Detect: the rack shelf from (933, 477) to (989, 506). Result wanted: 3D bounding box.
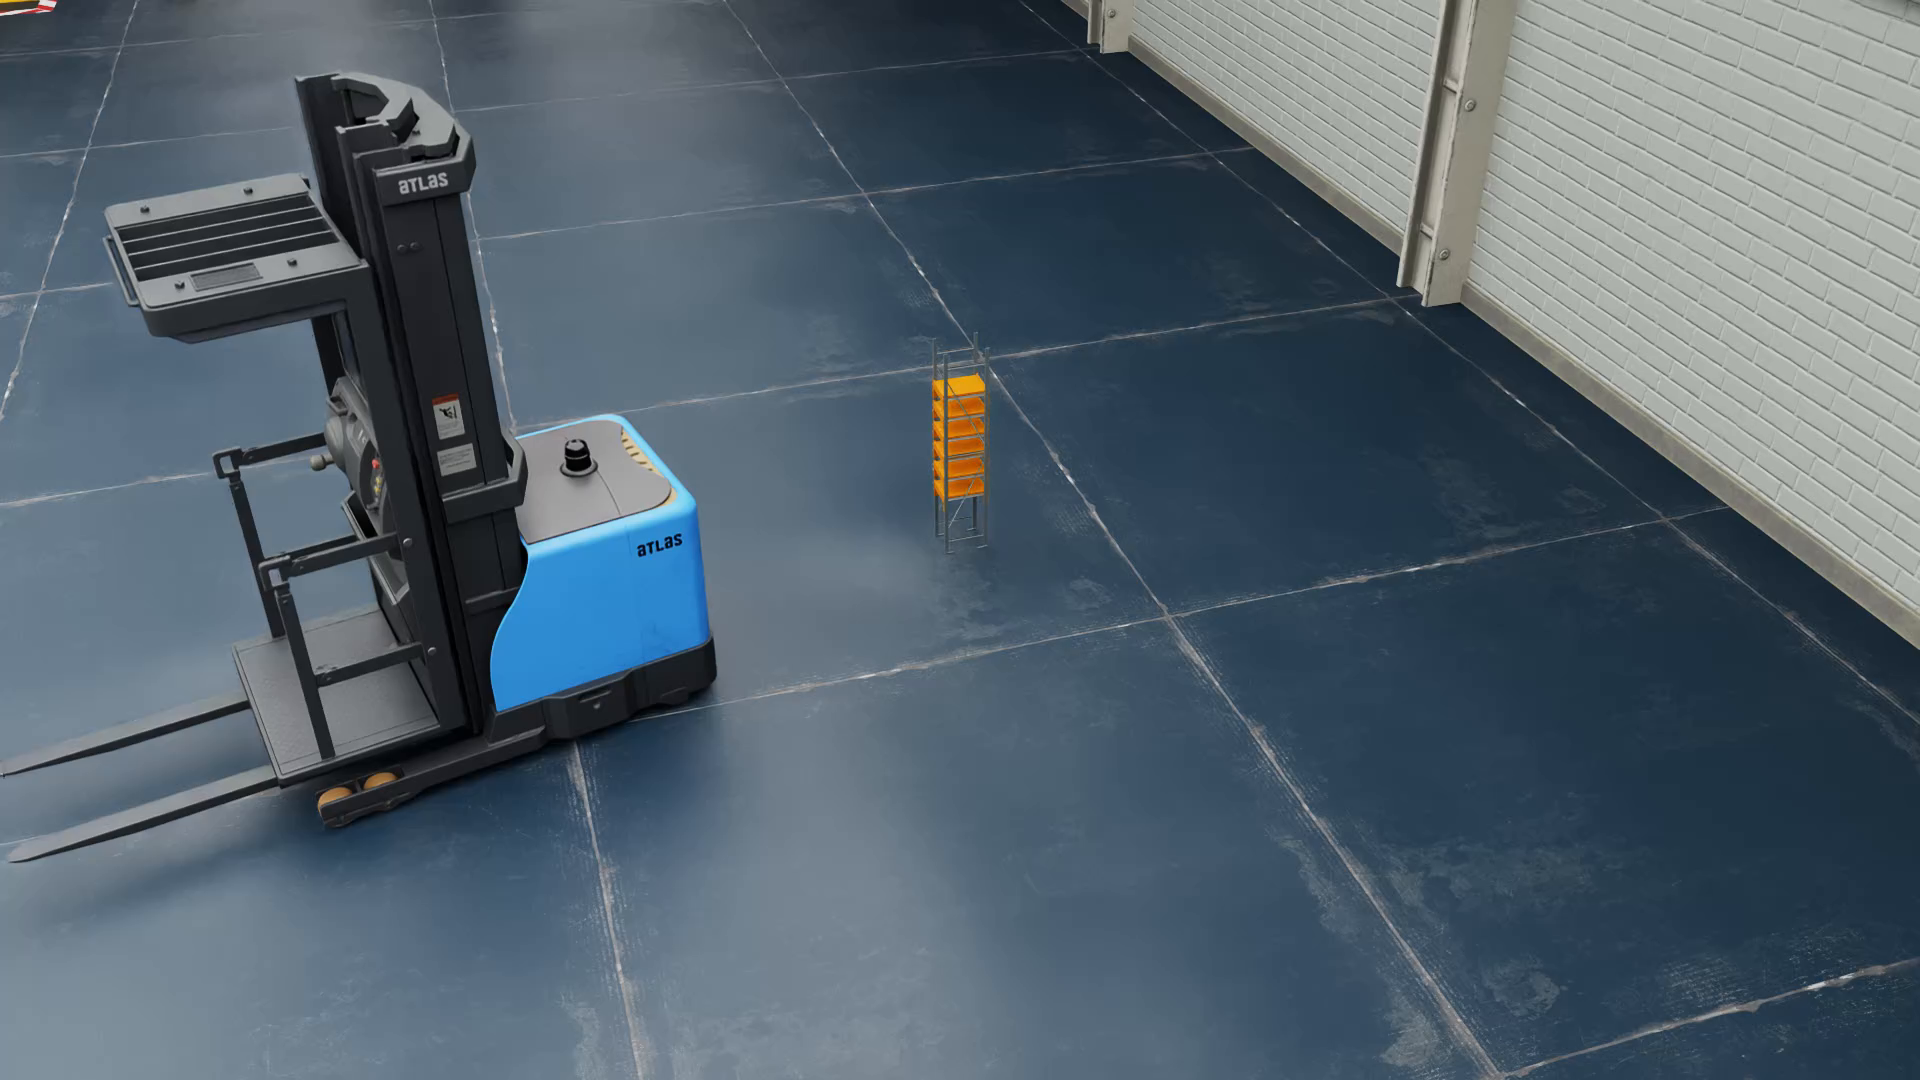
[{"bbox_3d":[0.004,-0.256,8.884,0.258,0.103,0.180,-10,35,-15],"label":"rack shelf"}]

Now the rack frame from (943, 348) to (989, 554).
[{"bbox_3d":[0.032,-0.445,8.654,0.240,1.200,0.006,-10,35,-15],"label":"rack frame"}]

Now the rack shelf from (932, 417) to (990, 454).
[{"bbox_3d":[0.004,-0.556,8.686,0.258,0.103,0.180,-10,35,-15],"label":"rack shelf"}]

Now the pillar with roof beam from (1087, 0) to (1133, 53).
[{"bbox_3d":[-2.625,-7.922,12.896,9.100,9.000,0.400,-10,35,-15],"label":"pillar with roof beam"}]

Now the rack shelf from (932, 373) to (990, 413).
[{"bbox_3d":[0.004,-0.756,8.553,0.258,0.103,0.180,-10,35,-15],"label":"rack shelf"}]

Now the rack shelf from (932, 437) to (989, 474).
[{"bbox_3d":[0.004,-0.456,8.752,0.258,0.103,0.180,-10,35,-15],"label":"rack shelf"}]

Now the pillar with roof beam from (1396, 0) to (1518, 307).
[{"bbox_3d":[-0.795,-4.772,8.129,9.100,9.000,0.400,-10,35,-15],"label":"pillar with roof beam"}]

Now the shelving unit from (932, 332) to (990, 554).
[{"bbox_3d":[0.004,-0.493,8.727,0.258,1.200,0.189,-10,35,-15],"label":"shelving unit"}]

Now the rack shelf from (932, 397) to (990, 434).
[{"bbox_3d":[0.004,-0.656,8.619,0.258,0.103,0.180,-10,35,-15],"label":"rack shelf"}]

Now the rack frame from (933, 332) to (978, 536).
[{"bbox_3d":[-0.023,-0.541,8.800,0.240,1.200,0.006,-10,35,-15],"label":"rack frame"}]

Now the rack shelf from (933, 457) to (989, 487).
[{"bbox_3d":[0.004,-0.356,8.818,0.258,0.103,0.180,-10,35,-15],"label":"rack shelf"}]

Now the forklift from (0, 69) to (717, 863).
[{"bbox_3d":[-2.695,-0.318,6.892,3.031,2.935,1.130,-18,37,-25],"label":"forklift"}]
